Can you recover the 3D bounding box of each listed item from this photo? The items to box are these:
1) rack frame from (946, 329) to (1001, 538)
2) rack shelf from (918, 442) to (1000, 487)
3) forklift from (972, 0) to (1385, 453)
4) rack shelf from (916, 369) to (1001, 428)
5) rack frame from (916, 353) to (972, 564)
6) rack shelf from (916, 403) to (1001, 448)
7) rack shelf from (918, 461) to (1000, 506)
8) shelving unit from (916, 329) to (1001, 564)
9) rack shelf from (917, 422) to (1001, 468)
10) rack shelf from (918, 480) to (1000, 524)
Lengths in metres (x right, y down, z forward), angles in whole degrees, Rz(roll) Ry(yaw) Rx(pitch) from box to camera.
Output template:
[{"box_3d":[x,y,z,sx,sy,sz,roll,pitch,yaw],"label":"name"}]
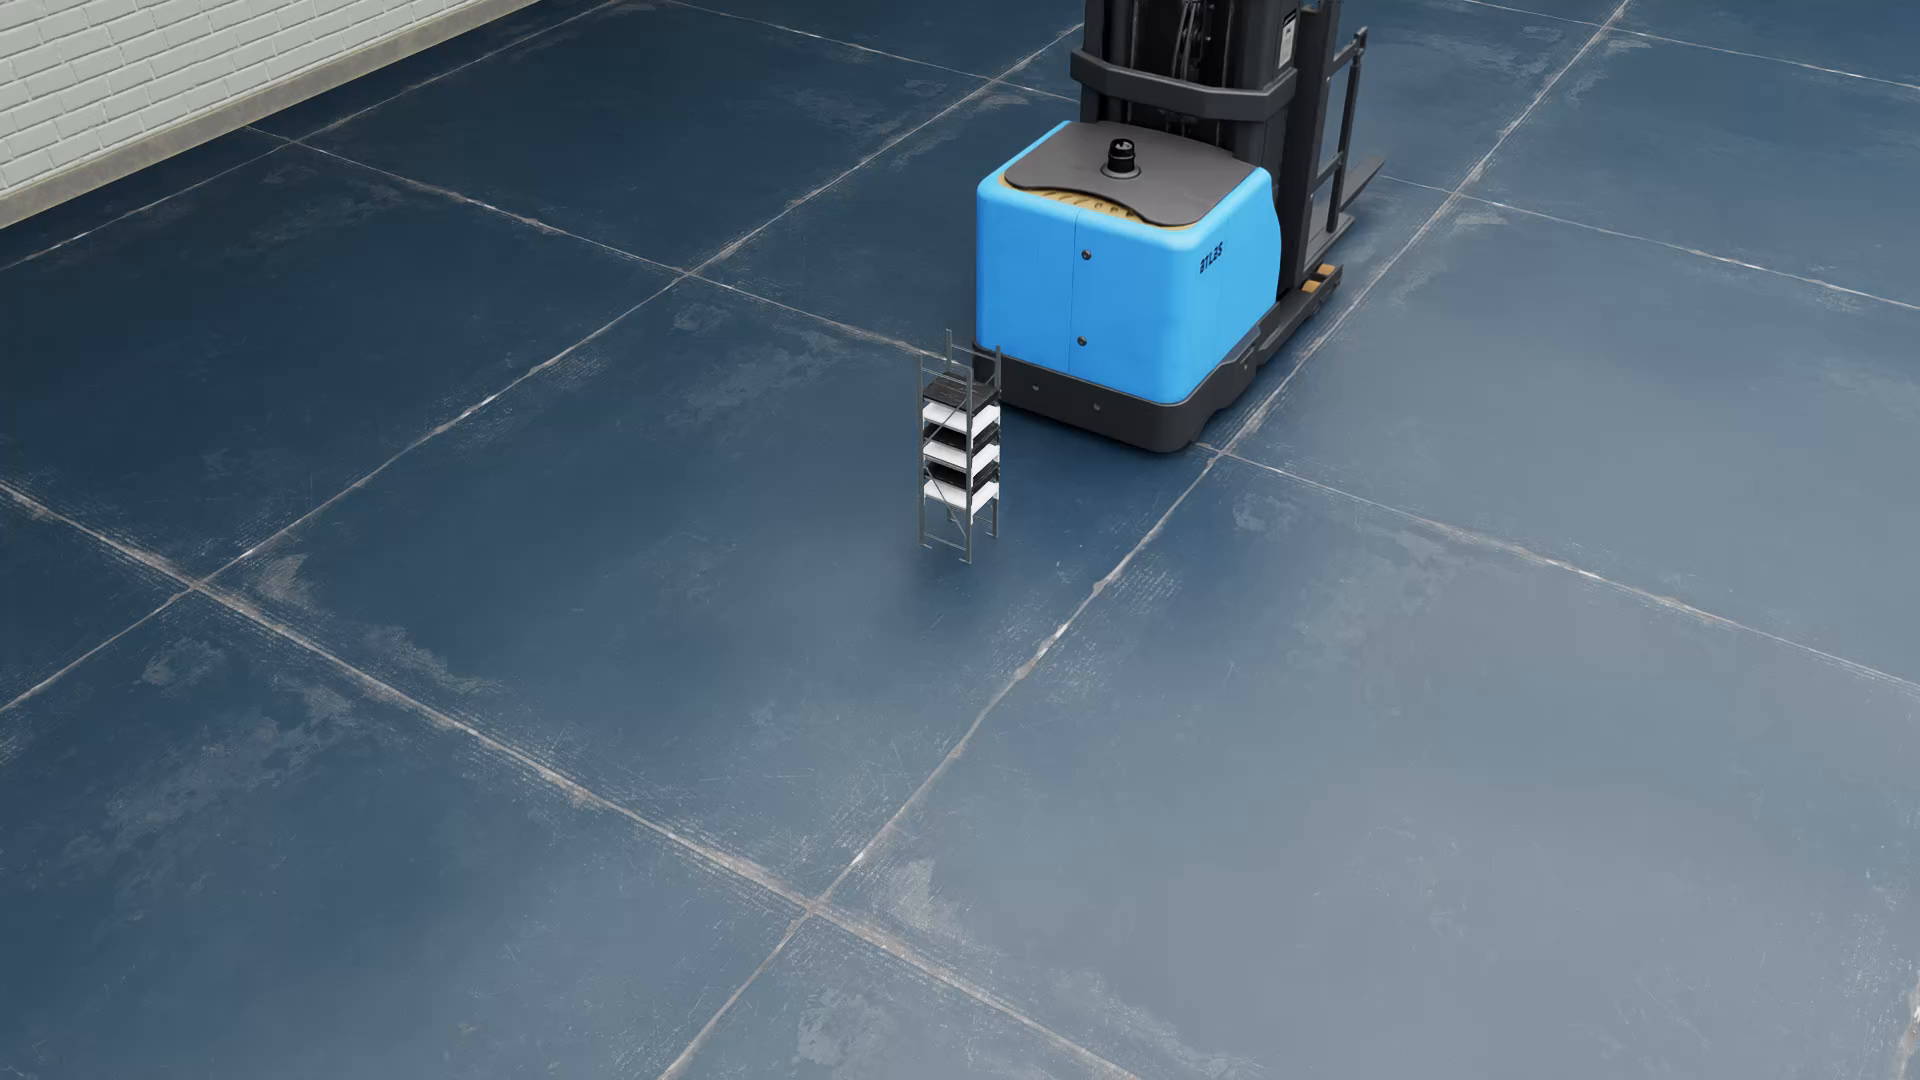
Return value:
[{"box_3d":[0.050,-0.405,6.538,0.240,0.900,0.006,21,42,25],"label":"rack frame"},{"box_3d":[-0.004,-0.326,6.490,0.258,0.077,0.200,21,42,25],"label":"rack shelf"},{"box_3d":[1.255,-2.408,7.473,1.130,2.935,3.031,21,42,24],"label":"forklift"},{"box_3d":[-0.004,-0.540,6.325,0.258,0.077,0.200,21,42,25],"label":"rack shelf"},{"box_3d":[-0.059,-0.300,6.402,0.240,0.900,0.006,21,42,25],"label":"rack frame"},{"box_3d":[-0.004,-0.468,6.380,0.258,0.077,0.200,21,42,25],"label":"rack shelf"},{"box_3d":[-0.004,-0.255,6.545,0.258,0.077,0.200,21,42,25],"label":"rack shelf"},{"box_3d":[-0.004,-0.352,6.470,0.258,0.900,0.210,21,42,25],"label":"shelving unit"},{"box_3d":[-0.004,-0.397,6.435,0.258,0.077,0.200,21,42,25],"label":"rack shelf"},{"box_3d":[-0.004,-0.183,6.600,0.258,0.077,0.200,21,42,25],"label":"rack shelf"}]
